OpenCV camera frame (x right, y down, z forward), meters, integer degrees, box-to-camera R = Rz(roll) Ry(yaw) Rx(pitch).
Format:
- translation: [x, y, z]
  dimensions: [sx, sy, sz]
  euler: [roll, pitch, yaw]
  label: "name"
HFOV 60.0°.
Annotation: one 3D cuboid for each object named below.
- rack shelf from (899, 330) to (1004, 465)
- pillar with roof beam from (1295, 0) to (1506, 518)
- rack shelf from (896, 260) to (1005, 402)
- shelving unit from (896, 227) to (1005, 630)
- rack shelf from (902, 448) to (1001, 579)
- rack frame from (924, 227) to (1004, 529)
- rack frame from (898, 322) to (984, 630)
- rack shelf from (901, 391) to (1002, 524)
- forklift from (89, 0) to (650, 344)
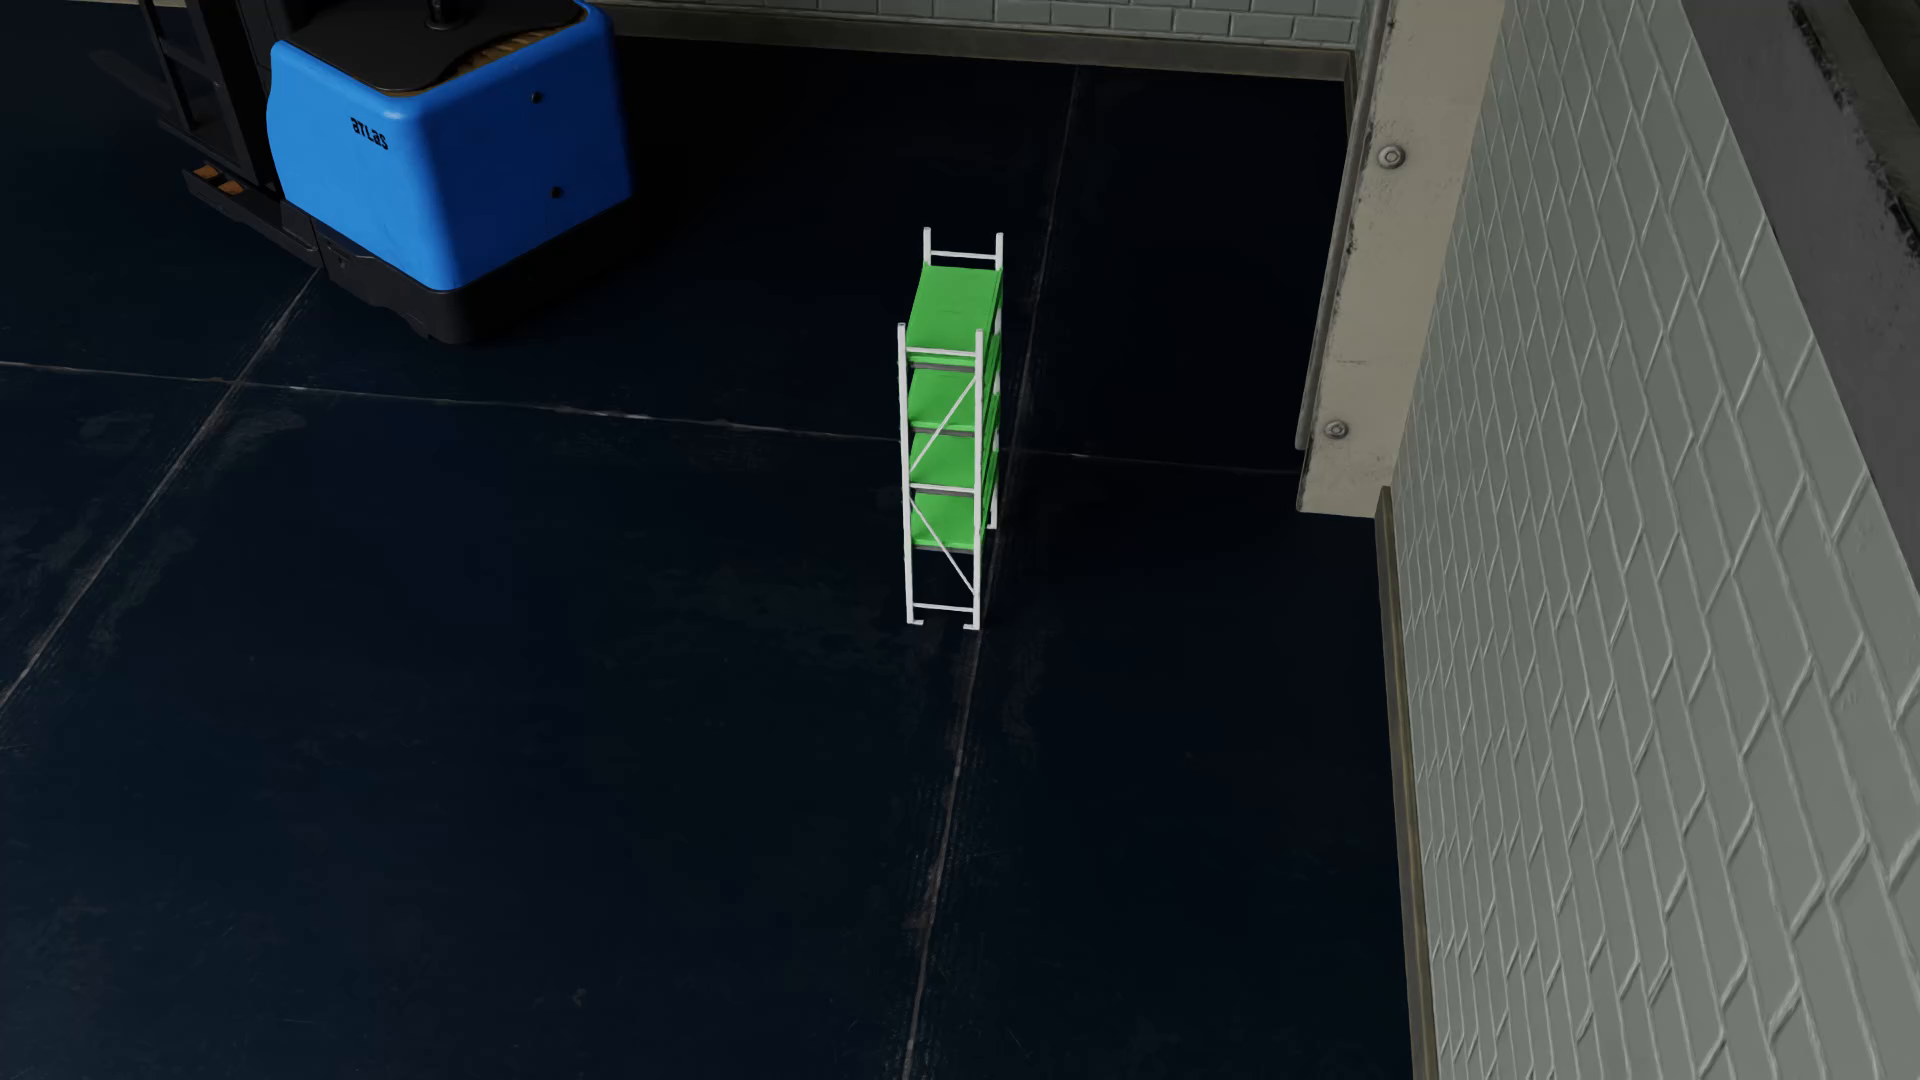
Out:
- translation: [-0.022, -0.451, 5.097]
  dimensions: [0.258, 0.148, 0.480]
  euler: [5, 44, 6]
  label: "rack shelf"
- translation: [-2.903, -3.882, 3.305]
  dimensions: [9.100, 9.000, 0.400]
  euler: [5, 44, 6]
  label: "pillar with roof beam"
- translation: [-0.022, -0.625, 4.932]
  dimensions: [0.258, 0.148, 0.480]
  euler: [5, 44, 6]
  label: "rack shelf"
- translation: [-0.022, -0.323, 5.218]
  dimensions: [0.258, 1.200, 0.503]
  euler: [5, 44, 6]
  label: "shelving unit"
- translation: [-0.022, -0.102, 5.427]
  dimensions: [0.258, 0.148, 0.480]
  euler: [5, 44, 6]
  label: "rack shelf"
- translation: [0.010, -0.489, 5.394]
  dimensions: [0.240, 1.200, 0.015]
  euler: [5, 44, 6]
  label: "rack frame"
- translation: [-0.054, -0.157, 5.043]
  dimensions: [0.240, 1.200, 0.015]
  euler: [5, 44, 6]
  label: "rack frame"
- translation: [-0.022, -0.276, 5.262]
  dimensions: [0.258, 0.148, 0.480]
  euler: [5, 44, 6]
  label: "rack shelf"
- translation: [-2.751, -2.694, 6.463]
  dimensions: [3.031, 2.935, 1.130]
  euler: [31, 51, 28]
  label: "forklift"
